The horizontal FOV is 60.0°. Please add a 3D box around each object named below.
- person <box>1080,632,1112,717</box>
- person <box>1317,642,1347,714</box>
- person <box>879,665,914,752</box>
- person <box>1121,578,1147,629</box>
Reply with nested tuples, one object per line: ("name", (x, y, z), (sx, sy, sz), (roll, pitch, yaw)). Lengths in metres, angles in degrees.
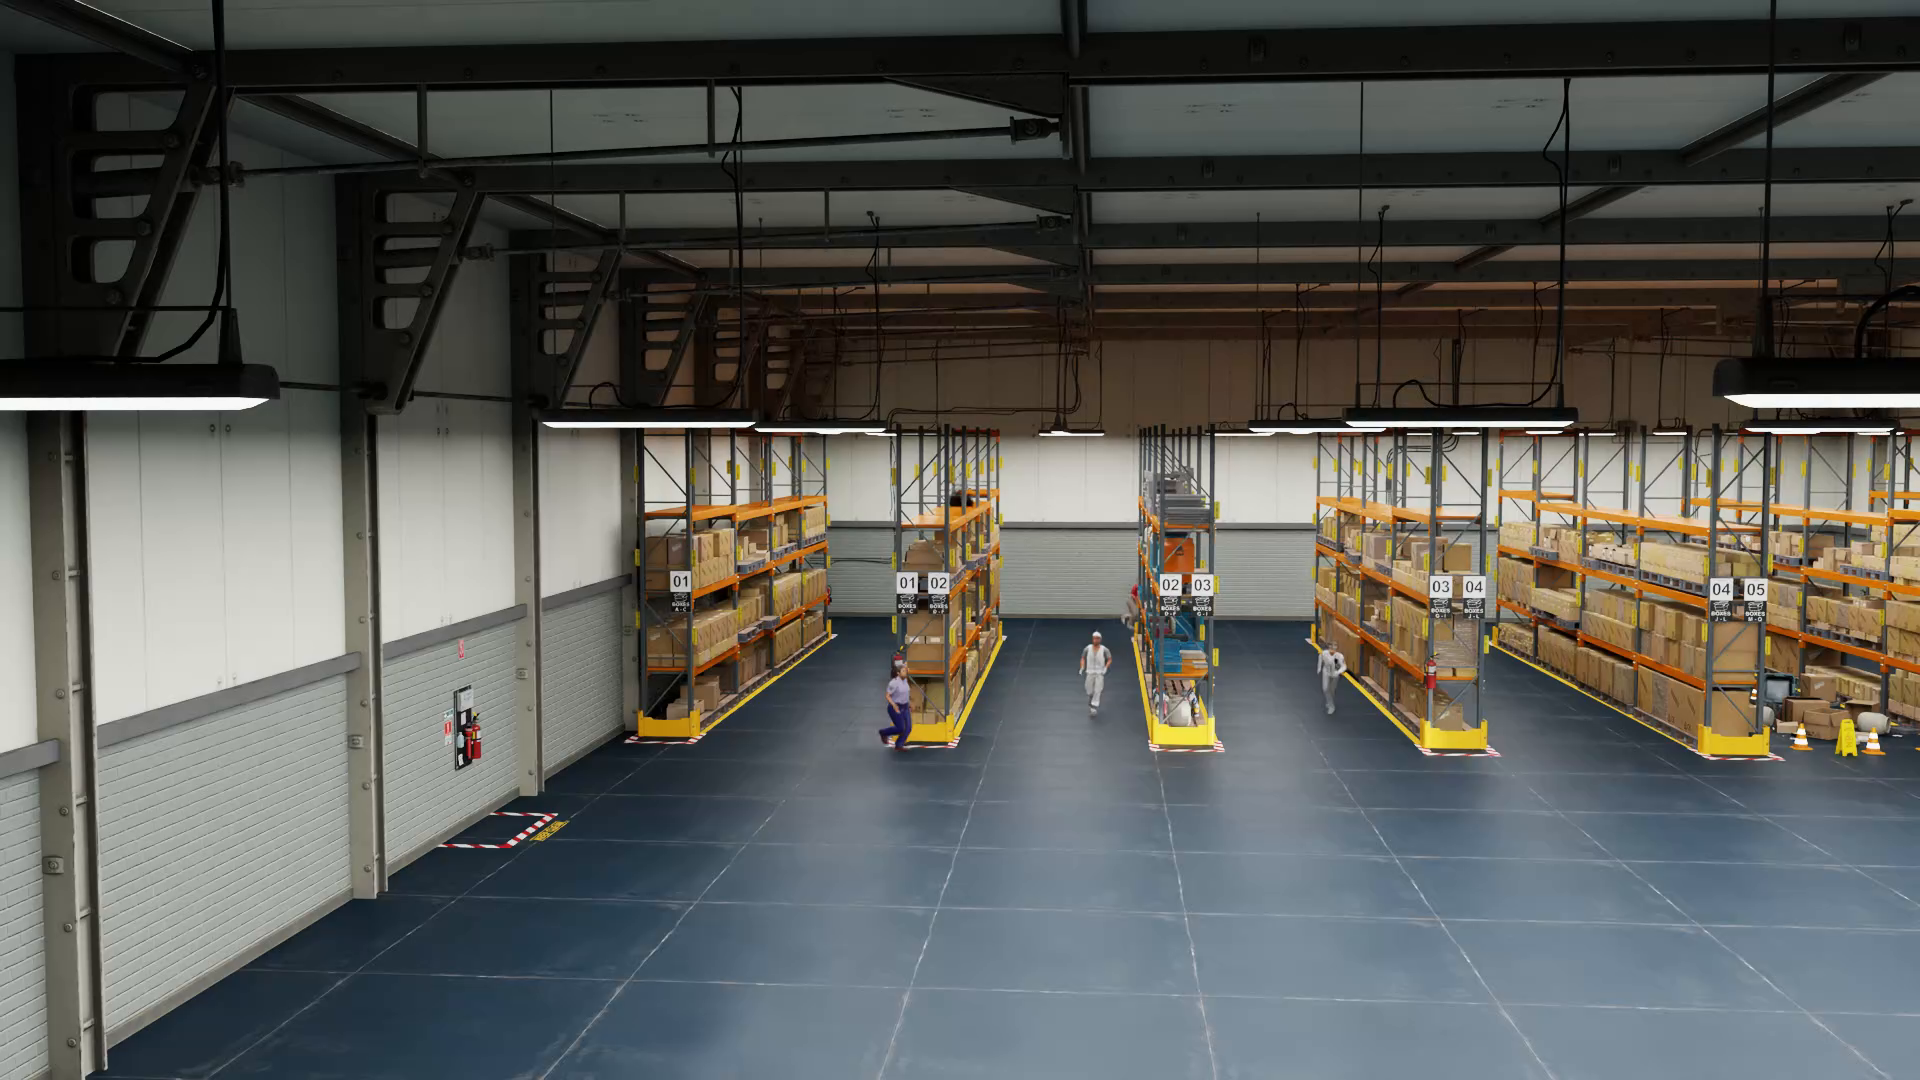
("person", (2.818, 2.766, 34.389), (0.656, 1.744, 0.669), (1, 4, 9))
("person", (7.791, 2.837, 34.807), (0.611, 1.508, 1.015), (1, 4, 15))
("person", (-1.167, 3.093, 30.470), (0.586, 1.571, 0.593), (2, 4, 35))
("person", (5.253, 1.905, 50.076), (0.874, 1.557, 0.687), (2, 4, 32))
